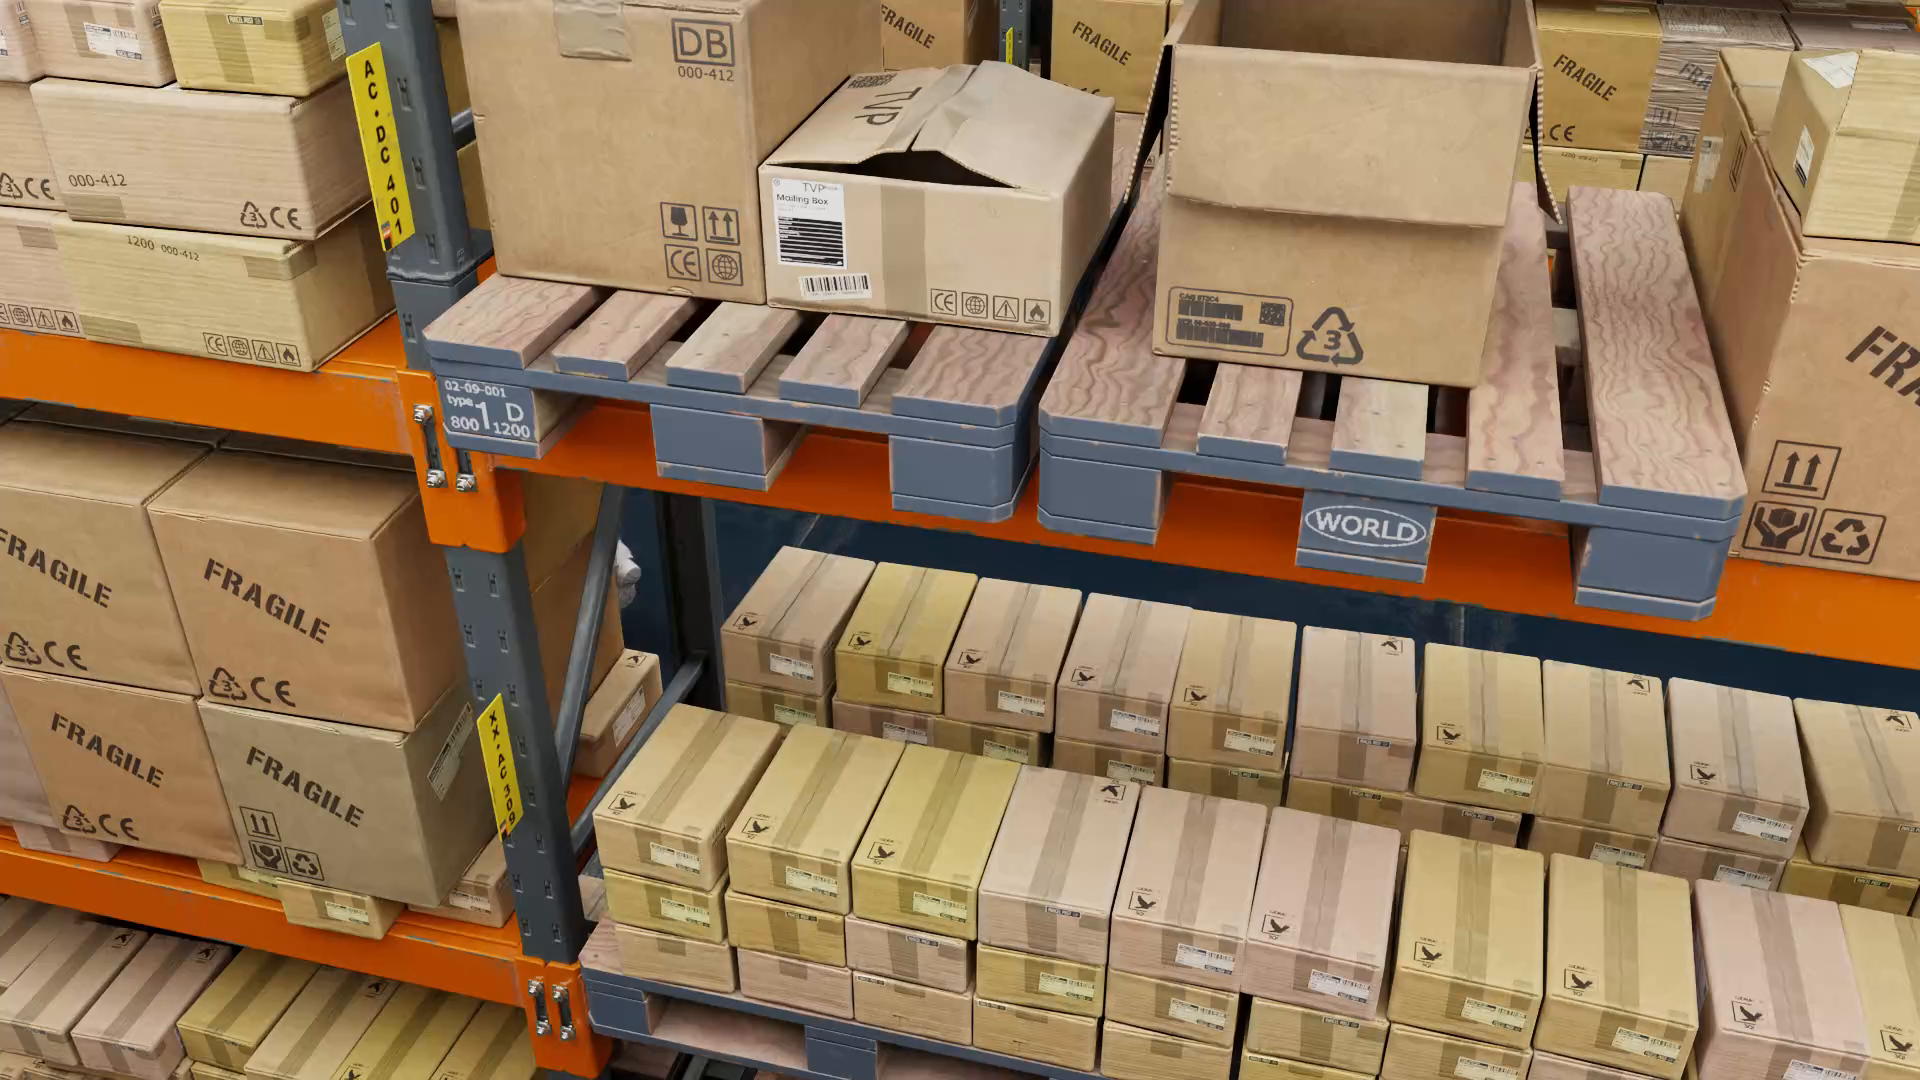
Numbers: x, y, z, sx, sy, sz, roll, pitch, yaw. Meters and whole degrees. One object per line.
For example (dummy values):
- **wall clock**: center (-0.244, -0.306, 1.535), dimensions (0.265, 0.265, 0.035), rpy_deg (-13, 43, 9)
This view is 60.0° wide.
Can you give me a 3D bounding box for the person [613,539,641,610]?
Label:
- **person**: center (-1.642, -0.408, 6.737), dimensions (0.577, 1.768, 0.608), rpy_deg (21, 38, 29)
